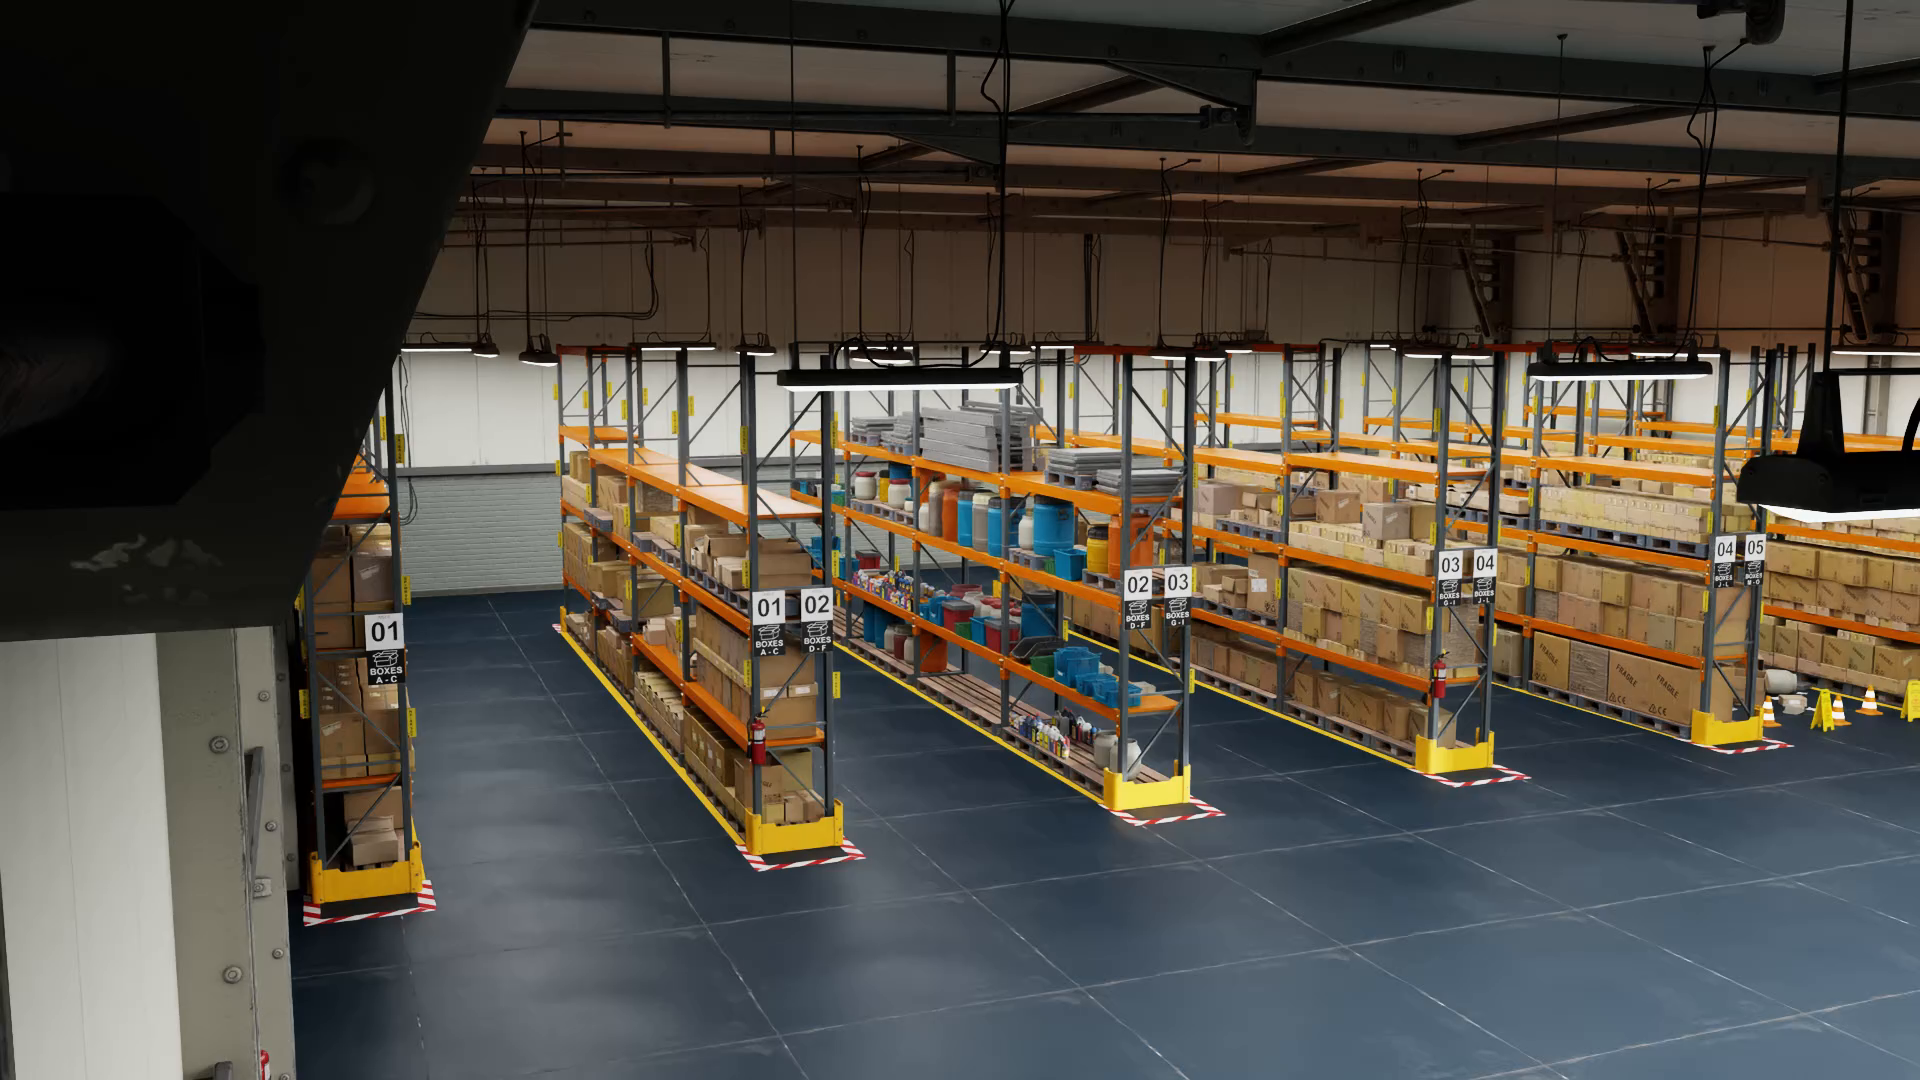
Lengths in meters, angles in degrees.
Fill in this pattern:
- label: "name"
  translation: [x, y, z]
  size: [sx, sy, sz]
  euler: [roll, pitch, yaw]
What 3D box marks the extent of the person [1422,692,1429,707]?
- label: "person"
  translation: [7.651, 2.096, 27.091]
  size: [0.507, 1.636, 0.559]
  euler: [-1, 7, -8]
